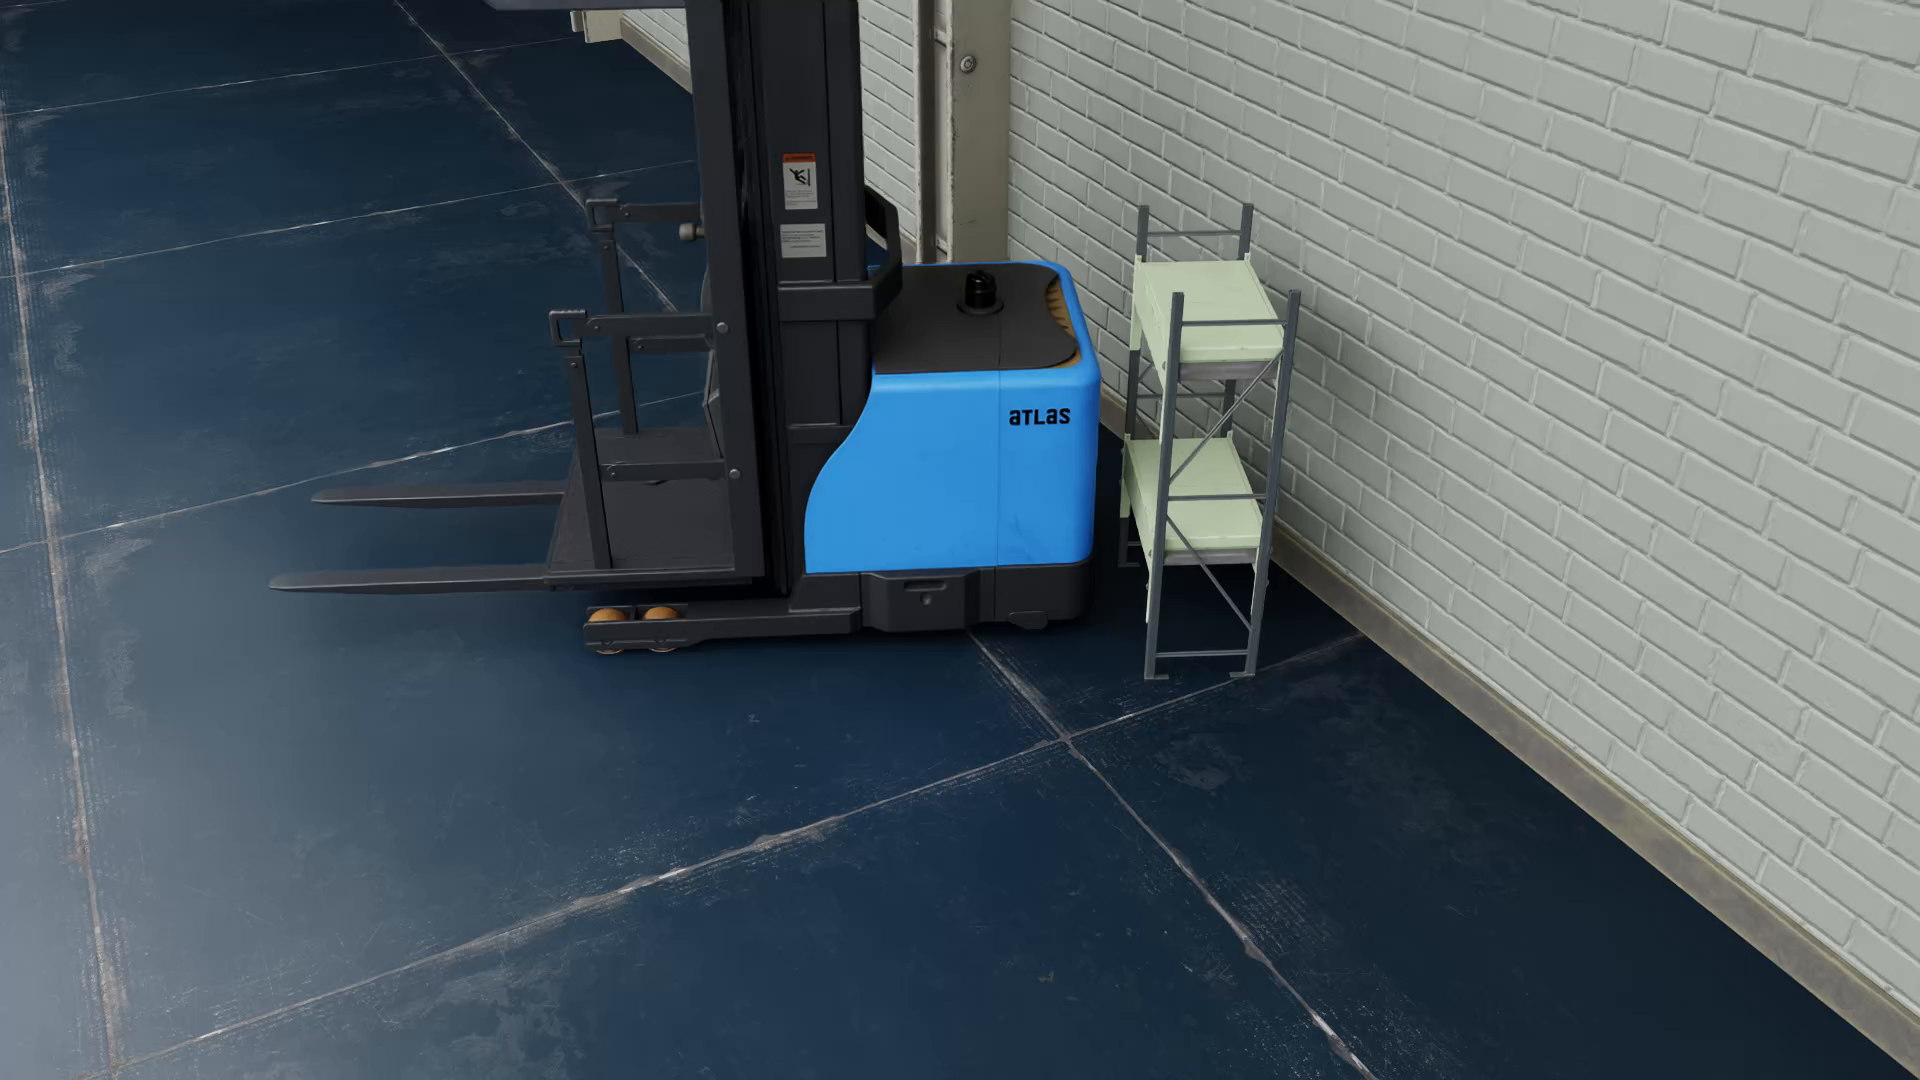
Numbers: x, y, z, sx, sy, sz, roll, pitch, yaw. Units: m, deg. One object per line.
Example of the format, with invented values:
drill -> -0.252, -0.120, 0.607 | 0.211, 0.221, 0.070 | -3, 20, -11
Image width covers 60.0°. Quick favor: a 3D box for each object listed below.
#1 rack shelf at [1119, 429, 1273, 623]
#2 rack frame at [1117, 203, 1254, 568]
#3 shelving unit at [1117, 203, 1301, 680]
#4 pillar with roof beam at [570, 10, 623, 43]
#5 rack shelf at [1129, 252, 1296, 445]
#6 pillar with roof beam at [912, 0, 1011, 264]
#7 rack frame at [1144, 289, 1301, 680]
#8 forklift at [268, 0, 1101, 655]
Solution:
rack shelf -> 0.842, -0.062, 6.061 | 0.431, 0.370, 0.720 | -2, 33, -3
rack frame -> 0.823, -0.534, 6.193 | 0.400, 1.500, 0.023 | -2, 33, -3
shelving unit -> 0.842, -0.337, 5.885 | 0.431, 1.500, 0.755 | -2, 33, -3
pillar with roof beam -> -6.599, -6.620, 8.741 | 9.100, 9.000, 0.400 | -16, 36, -23
rack shelf -> 0.842, -0.665, 5.675 | 0.431, 0.370, 0.720 | -2, 33, -3
pillar with roof beam -> -3.802, -3.757, 4.272 | 9.100, 9.000, 0.400 | -16, 36, -23
rack frame -> 0.861, -0.140, 5.578 | 0.400, 1.500, 0.023 | -2, 33, -3
forklift -> -1.040, -1.110, 5.766 | 3.031, 2.935, 1.130 | -2, 33, -3
